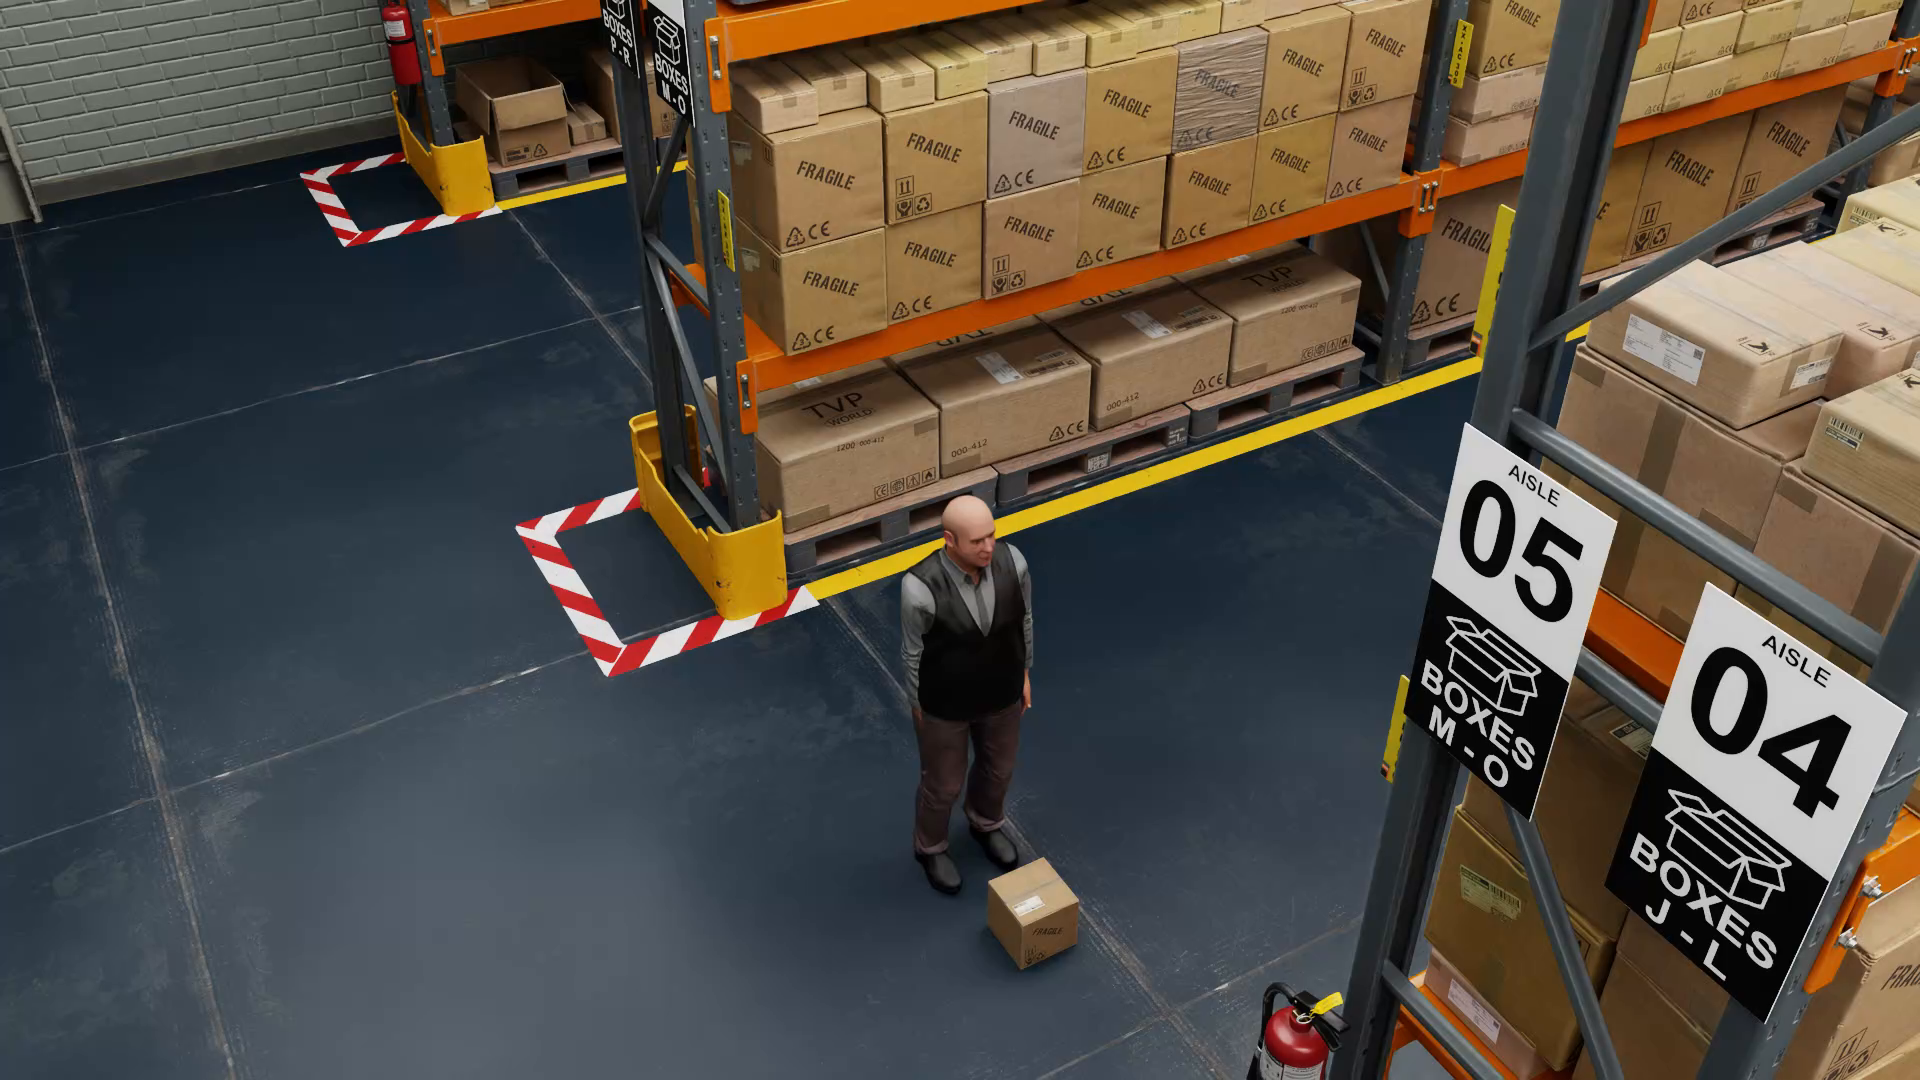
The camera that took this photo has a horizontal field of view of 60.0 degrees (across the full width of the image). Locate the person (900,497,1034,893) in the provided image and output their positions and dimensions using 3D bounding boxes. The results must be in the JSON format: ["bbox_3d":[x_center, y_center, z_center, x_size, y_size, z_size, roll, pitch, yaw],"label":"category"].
[{"bbox_3d":[0.044,0.571,6.186,0.532,1.716,0.360,-18,40,-23],"label":"person"}]
